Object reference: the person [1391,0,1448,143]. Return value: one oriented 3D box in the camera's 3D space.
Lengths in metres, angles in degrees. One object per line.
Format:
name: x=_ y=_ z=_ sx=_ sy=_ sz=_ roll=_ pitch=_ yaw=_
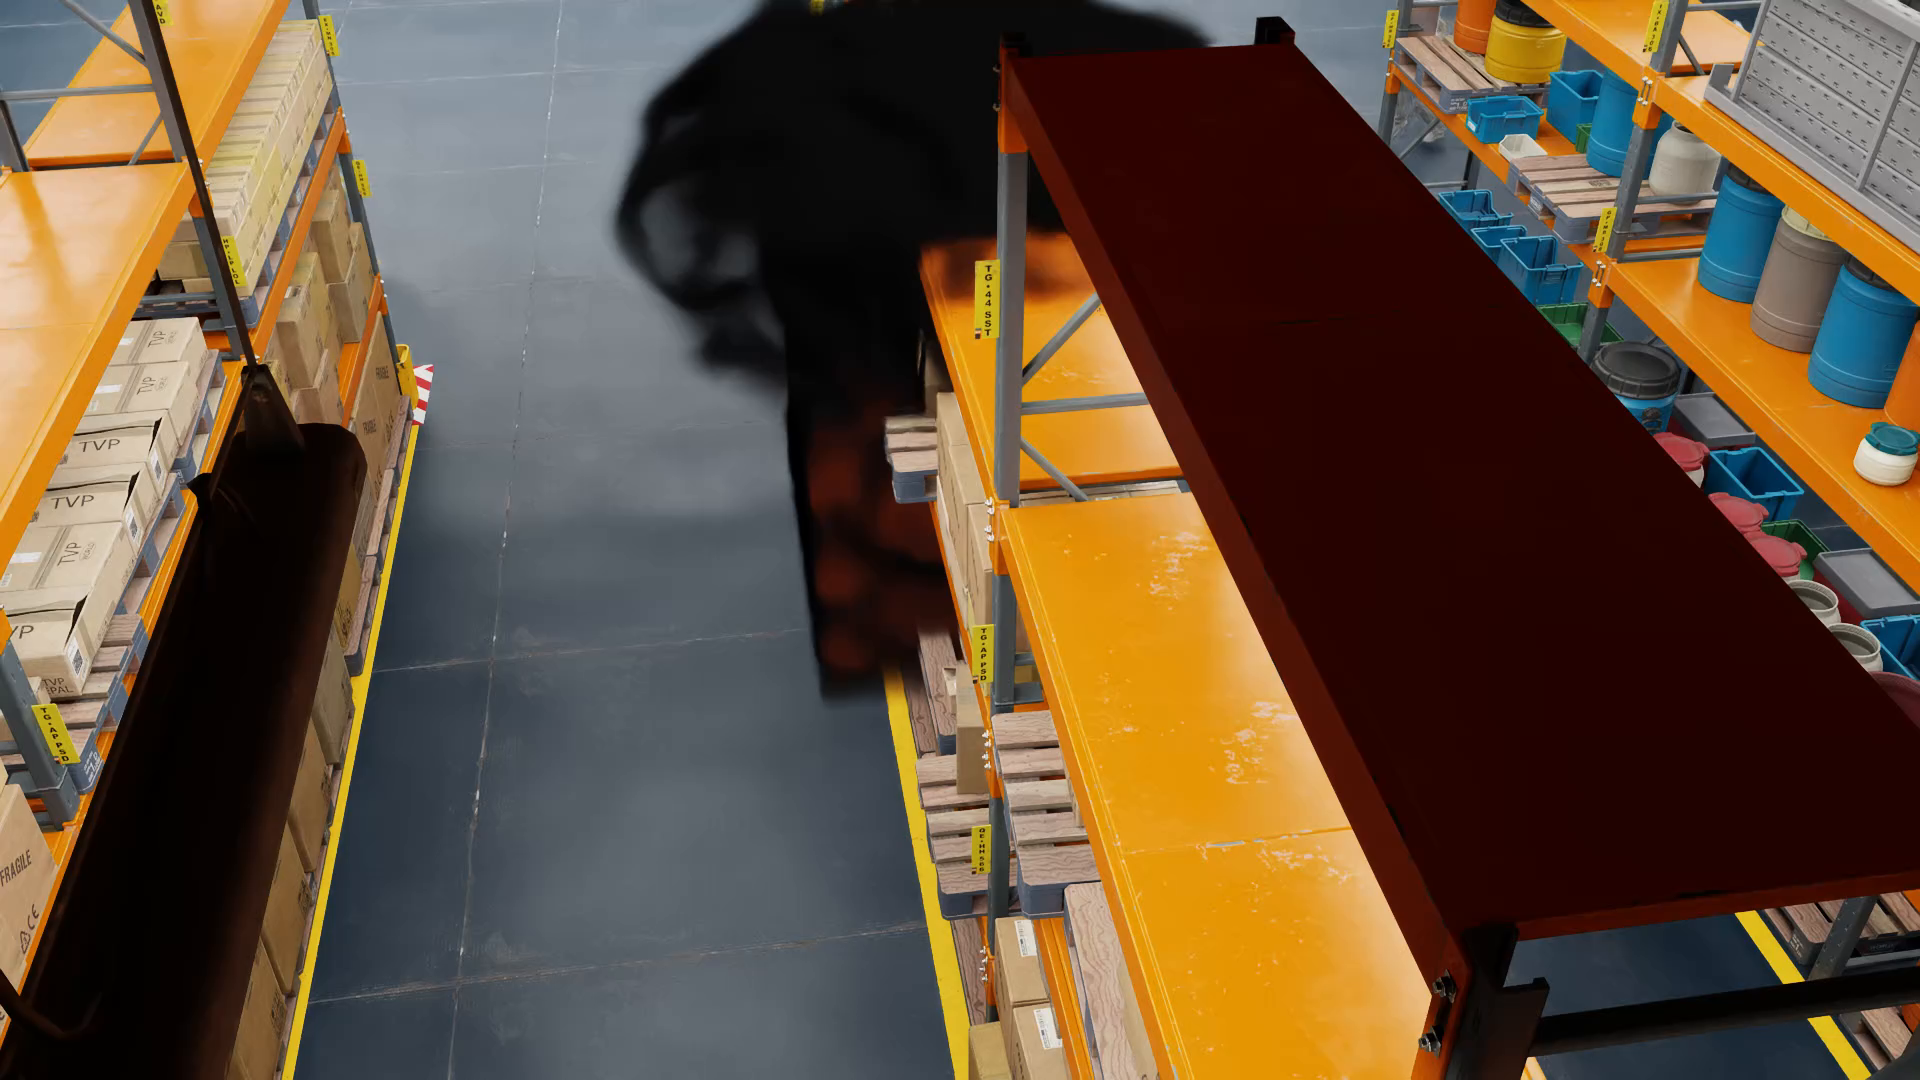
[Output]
person: x=5.375 y=-5.500 z=19.457 sx=0.827 sy=1.787 sz=0.681 roll=11 pitch=38 yaw=15
